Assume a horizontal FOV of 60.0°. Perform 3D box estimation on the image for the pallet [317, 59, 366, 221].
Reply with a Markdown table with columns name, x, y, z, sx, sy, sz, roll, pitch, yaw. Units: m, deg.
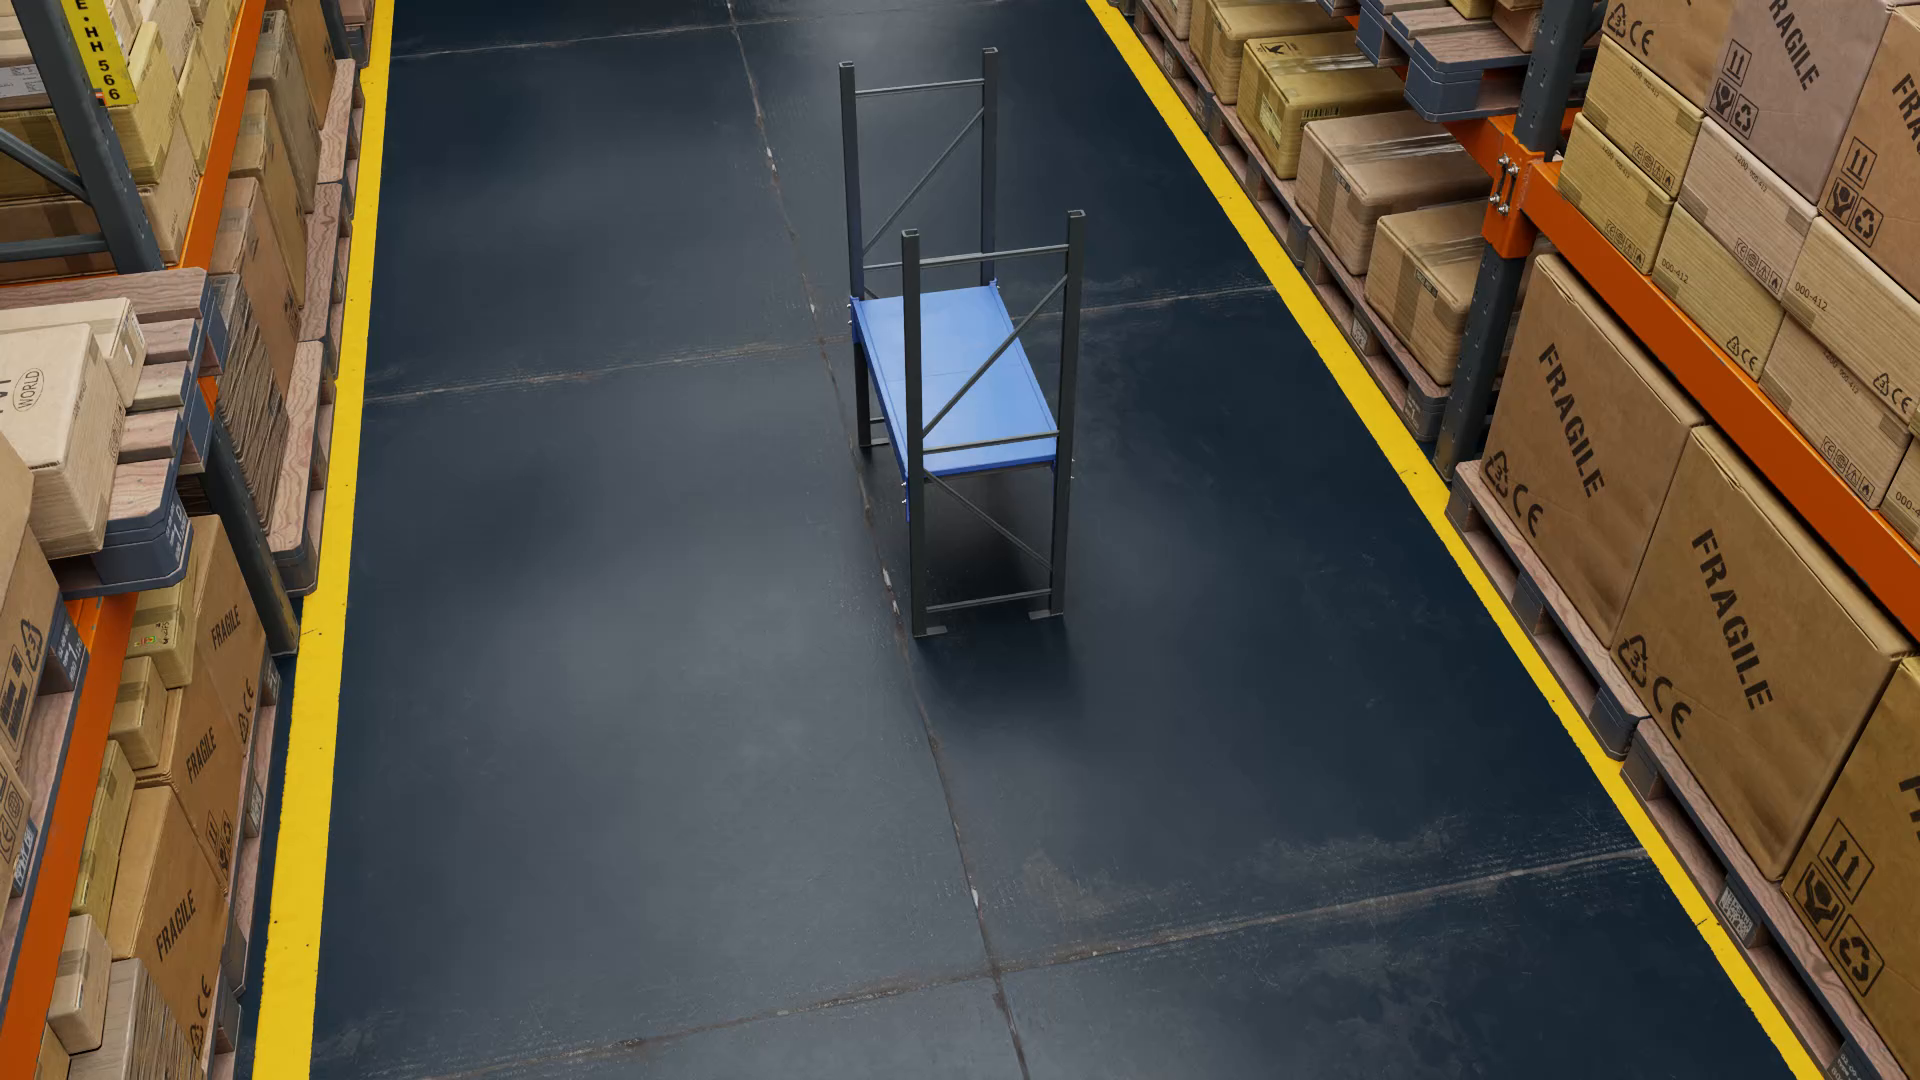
| name | x | y | z | sx | sy | sz | roll | pitch | yaw |
| --- | --- | --- | --- | --- | --- | --- | --- | --- | --- |
| pallet | -3.292 | -1.797 | 7.615 | 1.003 | 0.211 | 1.213 | -8 | 42 | -9 |

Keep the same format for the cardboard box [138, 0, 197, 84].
| name | x | y | z | sx | sy | sz | roll | pitch | yaw |
| --- | --- | --- | --- | --- | --- | --- | --- | --- | --- |
| cardboard box | -2.589 | -1.497 | 4.914 | 0.500 | 0.250 | 0.500 | -7 | 42 | -8 |

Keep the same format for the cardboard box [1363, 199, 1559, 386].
| name | x | y | z | sx | sy | sz | roll | pitch | yaw |
| --- | --- | --- | --- | --- | --- | --- | --- | --- | --- |
| cardboard box | 2.108 | -0.975 | 6.252 | 0.950 | 0.372 | 0.625 | -11 | 43 | -12 |

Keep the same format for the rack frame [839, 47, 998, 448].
| name | x | y | z | sx | sy | sz | roll | pitch | yaw |
| --- | --- | --- | --- | --- | --- | --- | --- | --- | --- |
| rack frame | -0.128 | -0.946 | 5.686 | 0.500 | 1.500 | 0.032 | -8 | 42 | -9 |

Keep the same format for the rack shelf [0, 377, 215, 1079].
| name | x | y | z | sx | sy | sz | roll | pitch | yaw |
| --- | --- | --- | --- | --- | --- | --- | --- | --- | --- |
| rack shelf | -2.194 | 0.846 | 3.079 | 1.077 | 0.370 | 4.000 | -8 | 42 | -9 |

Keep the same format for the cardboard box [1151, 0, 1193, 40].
| name | x | y | z | sx | sy | sz | roll | pitch | yaw |
| --- | --- | --- | --- | --- | --- | --- | --- | --- | --- |
| cardboard box | 1.473 | -2.860 | 8.376 | 0.950 | 0.372 | 0.625 | -8 | 42 | -9 |

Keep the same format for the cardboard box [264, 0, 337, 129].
| name | x | y | z | sx | sy | sz | roll | pitch | yaw |
| --- | --- | --- | --- | --- | --- | --- | --- | --- | --- |
| cardboard box | -3.365 | -2.244 | 7.491 | 0.875 | 0.625 | 0.625 | -7 | 42 | -7 |

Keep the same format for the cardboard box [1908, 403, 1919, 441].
| name | x | y | z | sx | sy | sz | roll | pitch | yaw |
| --- | --- | --- | --- | --- | --- | --- | --- | --- | --- |
| cardboard box | 2.391 | -0.209 | 3.462 | 0.500 | 0.250 | 0.500 | -8 | 42 | -9 |

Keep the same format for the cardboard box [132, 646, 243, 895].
| name | x | y | z | sx | sy | sz | roll | pitch | yaw |
| --- | --- | --- | --- | --- | --- | --- | --- | --- | --- |
| cardboard box | -2.226 | 0.628 | 4.350 | 0.500 | 0.500 | 0.500 | -9 | 42 | -10 |

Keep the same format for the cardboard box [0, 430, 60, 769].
| name | x | y | z | sx | sy | sz | roll | pitch | yaw |
| --- | --- | --- | --- | --- | --- | --- | --- | --- | --- |
| cardboard box | -2.092 | 0.117 | 2.965 | 0.797 | 0.503 | 0.637 | -9 | 42 | -10 |

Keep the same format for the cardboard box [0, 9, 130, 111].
| name | x | y | z | sx | sy | sz | roll | pitch | yaw |
| --- | --- | --- | --- | --- | --- | --- | --- | --- | --- |
| cardboard box | -2.407 | -1.248 | 4.332 | 0.380 | 0.149 | 0.250 | -7 | 42 | -8 |

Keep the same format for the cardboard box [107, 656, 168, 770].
| name | x | y | z | sx | sy | sz | roll | pitch | yaw |
| --- | --- | --- | --- | --- | --- | --- | --- | --- | --- |
| cardboard box | -2.168 | 0.449 | 4.062 | 0.380 | 0.149 | 0.250 | -10 | 43 | -11 |

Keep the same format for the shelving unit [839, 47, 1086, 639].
| name | x | y | z | sx | sy | sz | roll | pitch | yaw |
| --- | --- | --- | --- | --- | --- | --- | --- | --- | --- |
| shelving unit | -0.018 | -0.616 | 5.314 | 0.538 | 1.500 | 1.048 | -8 | 42 | -9 |

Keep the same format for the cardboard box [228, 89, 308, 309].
| name | x | y | z | sx | sy | sz | roll | pitch | yaw |
| --- | --- | --- | --- | --- | --- | --- | --- | --- | --- |
| cardboard box | -3.041 | -1.253 | 6.375 | 0.875 | 0.625 | 0.625 | -10 | 43 | -11 |

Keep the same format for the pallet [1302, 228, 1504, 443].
| name | x | y | z | sx | sy | sz | roll | pitch | yaw |
| --- | --- | --- | --- | --- | --- | --- | --- | --- | --- |
| pallet | 2.053 | -0.897 | 6.601 | 1.003 | 0.211 | 1.213 | -8 | 42 | -9 |

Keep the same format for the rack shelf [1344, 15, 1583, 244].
| name | x | y | z | sx | sy | sz | roll | pitch | yaw |
| --- | --- | --- | --- | --- | --- | --- | --- | --- | --- |
| rack shelf | 1.789 | -2.460 | 6.804 | 1.077 | 0.370 | 4.000 | -8 | 42 | -9 |

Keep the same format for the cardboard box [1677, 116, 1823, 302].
| name | x | y | z | sx | sy | sz | roll | pitch | yaw |
| --- | --- | --- | --- | --- | --- | --- | --- | --- | --- |
| cardboard box | 2.199 | -0.865 | 4.201 | 0.500 | 0.250 | 0.500 | -7 | 42 | -8 |

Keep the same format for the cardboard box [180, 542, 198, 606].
| name | x | y | z | sx | sy | sz | roll | pitch | yaw |
| --- | --- | --- | --- | --- | --- | --- | --- | --- | --- |
| cardboard box | -2.271 | 0.100 | 4.456 | 0.380 | 0.149 | 0.250 | -10 | 43 | -11 |

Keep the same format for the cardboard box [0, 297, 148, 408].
| name | x | y | z | sx | sy | sz | roll | pitch | yaw |
| --- | --- | --- | --- | --- | --- | --- | --- | --- | --- |
| cardboard box | -2.109 | -0.411 | 3.827 | 0.380 | 0.149 | 0.250 | -8 | 42 | -8 |

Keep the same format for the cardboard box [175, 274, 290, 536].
| name | x | y | z | sx | sy | sz | roll | pitch | yaw |
| --- | --- | --- | --- | --- | --- | --- | --- | --- | --- |
| cardboard box | -2.747 | -0.394 | 5.407 | 0.875 | 0.625 | 0.625 | -7 | 42 | -8 |

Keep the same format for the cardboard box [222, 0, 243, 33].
| name | x | y | z | sx | sy | sz | roll | pitch | yaw |
| --- | --- | --- | --- | --- | --- | --- | --- | --- | --- |
| cardboard box | -2.814 | -1.982 | 5.836 | 0.500 | 0.250 | 0.500 | -7 | 42 | -8 |

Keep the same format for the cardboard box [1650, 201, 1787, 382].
| name | x | y | z | sx | sy | sz | roll | pitch | yaw |
| --- | --- | --- | --- | --- | --- | --- | --- | --- | --- |
| cardboard box | 2.209 | -0.693 | 4.384 | 0.500 | 0.250 | 0.500 | -9 | 42 | -11 |

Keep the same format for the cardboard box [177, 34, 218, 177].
| name | x | y | z | sx | sy | sz | roll | pitch | yaw |
| --- | --- | --- | --- | --- | --- | --- | --- | --- | --- |
| cardboard box | -2.586 | -1.312 | 5.082 | 0.500 | 0.250 | 0.500 | -9 | 42 | -10 |

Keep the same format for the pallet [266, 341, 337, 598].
| name | x | y | z | sx | sy | sz | roll | pitch | yaw |
| --- | --- | --- | --- | --- | --- | --- | --- | --- | --- |
| pallet | -2.765 | -0.215 | 5.834 | 1.003 | 0.211 | 1.213 | -8 | 42 | -9 |

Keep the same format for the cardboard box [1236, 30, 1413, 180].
| name | x | y | z | sx | sy | sz | roll | pitch | yaw |
| --- | --- | --- | --- | --- | --- | --- | --- | --- | --- |
| cardboard box | 1.783 | -1.944 | 7.344 | 0.950 | 0.372 | 0.625 | -7 | 42 | -8 |

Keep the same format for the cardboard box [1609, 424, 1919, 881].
| name | x | y | z | sx | sy | sz | roll | pitch | yaw |
| --- | --- | --- | --- | --- | --- | --- | --- | --- | --- |
| cardboard box | 2.477 | 0.243 | 4.501 | 0.875 | 0.875 | 0.875 | -8 | 42 | -9 |

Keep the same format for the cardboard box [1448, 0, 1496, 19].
| name | x | y | z | sx | sy | sz | roll | pitch | yaw |
| --- | --- | --- | --- | --- | --- | --- | --- | --- | --- |
| cardboard box | 1.792 | -1.838 | 5.434 | 0.380 | 0.149 | 0.250 | -8 | 42 | -9 |

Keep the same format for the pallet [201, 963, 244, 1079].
| name | x | y | z | sx | sy | sz | roll | pitch | yaw |
| --- | --- | --- | --- | --- | --- | --- | --- | --- | --- |
| pallet | -2.241 | 1.602 | 3.786 | 1.003 | 0.211 | 1.213 | -8 | 42 | -9 |

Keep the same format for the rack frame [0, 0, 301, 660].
| name | x | y | z | sx | sy | sz | roll | pitch | yaw |
| --- | --- | --- | --- | --- | --- | --- | --- | --- | --- |
| rack frame | -2.625 | -0.719 | 4.301 | 1.000 | 3.000 | 0.127 | -8 | 42 | -9 |

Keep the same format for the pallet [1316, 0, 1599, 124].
| name | x | y | z | sx | sy | sz | roll | pitch | yaw |
| --- | --- | --- | --- | --- | --- | --- | --- | --- | --- |
| pallet | 1.963 | -1.808 | 5.671 | 1.213 | 0.211 | 1.003 | -8 | 42 | -9 |

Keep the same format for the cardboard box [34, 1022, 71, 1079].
| name | x | y | z | sx | sy | sz | roll | pitch | yaw |
| --- | --- | --- | --- | --- | --- | --- | --- | --- | --- |
| cardboard box | -2.009 | 1.130 | 3.295 | 0.380 | 0.149 | 0.250 | -8 | 42 | -9 |

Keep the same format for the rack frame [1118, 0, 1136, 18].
| name | x | y | z | sx | sy | sz | roll | pitch | yaw |
| --- | --- | --- | --- | --- | --- | --- | --- | --- | --- |
| rack frame | 1.357 | -4.026 | 8.025 | 1.000 | 3.000 | 0.127 | -8 | 42 | -9 |

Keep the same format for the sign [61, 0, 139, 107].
| name | x | y | z | sx | sy | sz | roll | pitch | yaw |
| --- | --- | --- | --- | --- | --- | --- | --- | --- | --- |
| sign | -2.097 | -1.206 | 4.037 | 0.100 | 0.325 | 0.005 | -8 | 42 | -9 |

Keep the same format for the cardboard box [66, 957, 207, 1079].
| name | x | y | z | sx | sy | sz | roll | pitch | yaw |
| --- | --- | --- | --- | --- | --- | --- | --- | --- | --- |
| cardboard box | -1.980 | 1.301 | 3.592 | 0.500 | 0.500 | 0.500 | -10 | 43 | -11 |

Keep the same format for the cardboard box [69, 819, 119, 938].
| name | x | y | z | sx | sy | sz | roll | pitch | yaw |
| --- | --- | --- | --- | --- | --- | --- | --- | --- | --- |
| cardboard box | -2.101 | 0.789 | 3.680 | 0.380 | 0.149 | 0.250 | -9 | 42 | -10 |

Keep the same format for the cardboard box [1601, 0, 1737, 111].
| name | x | y | z | sx | sy | sz | roll | pitch | yaw |
| --- | --- | --- | --- | --- | --- | --- | --- | --- | --- |
| cardboard box | 2.088 | -1.489 | 4.340 | 0.500 | 0.500 | 0.500 | -10 | 43 | -11 |

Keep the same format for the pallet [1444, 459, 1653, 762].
| name | x | y | z | sx | sy | sz | roll | pitch | yaw |
| --- | --- | --- | --- | --- | --- | --- | --- | --- | --- |
| pallet | 2.317 | 0.132 | 5.442 | 1.003 | 0.211 | 1.213 | -8 | 42 | -9 |

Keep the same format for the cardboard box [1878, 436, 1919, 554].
| name | x | y | z | sx | sy | sz | roll | pitch | yaw |
| --- | --- | --- | --- | --- | --- | --- | --- | --- | --- |
| cardboard box | 2.426 | -0.033 | 3.640 | 0.500 | 0.250 | 0.500 | -8 | 42 | -9 |

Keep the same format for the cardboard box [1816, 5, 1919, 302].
| name | x | y | z | sx | sy | sz | roll | pitch | yaw |
| --- | --- | --- | --- | --- | --- | --- | --- | --- | --- |
| cardboard box | 2.301 | -0.832 | 3.599 | 0.500 | 0.500 | 0.500 | -7 | 42 | -8 |

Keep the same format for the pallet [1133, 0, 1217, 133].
| name | x | y | z | sx | sy | sz | roll | pitch | yaw |
| --- | --- | --- | --- | --- | --- | --- | --- | --- | --- |
| pallet | 1.527 | -2.478 | 8.383 | 1.003 | 0.211 | 1.213 | -8 | 42 | -9 |
